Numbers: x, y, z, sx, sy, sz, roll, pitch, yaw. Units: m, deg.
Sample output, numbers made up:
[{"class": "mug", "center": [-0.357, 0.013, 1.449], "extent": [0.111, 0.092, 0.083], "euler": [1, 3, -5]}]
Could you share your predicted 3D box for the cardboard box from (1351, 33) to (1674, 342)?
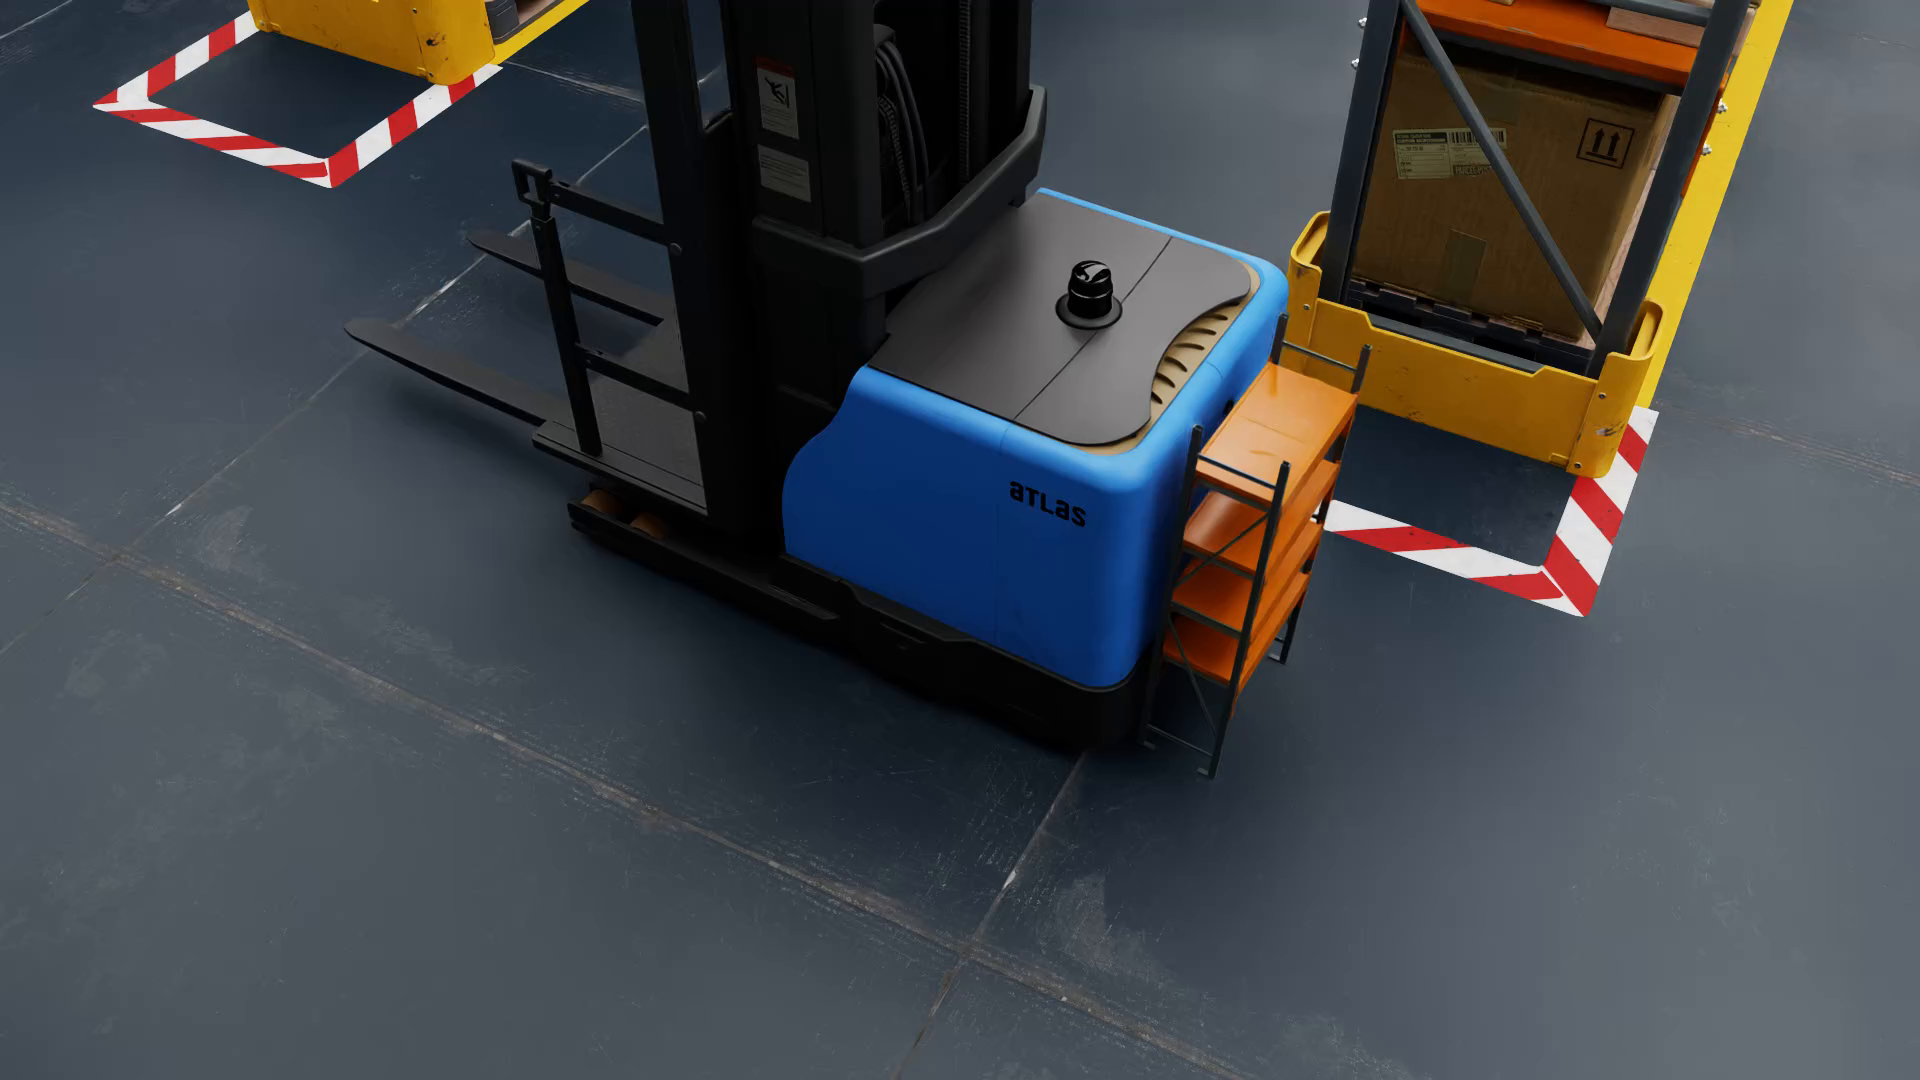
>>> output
[{"class": "cardboard box", "center": [1.903, -1.385, 5.708], "extent": [0.875, 0.875, 0.875], "euler": [20, 49, 19]}]

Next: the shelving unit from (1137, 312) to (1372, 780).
[{"class": "shelving unit", "center": [0.748, 0.050, 4.350], "extent": [0.258, 1.200, 0.503], "euler": [25, 50, 20]}]

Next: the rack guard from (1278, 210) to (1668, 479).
[{"class": "rack guard", "center": [1.666, -0.661, 5.552], "extent": [1.175, 0.500, 0.348], "euler": [20, 49, 19]}]

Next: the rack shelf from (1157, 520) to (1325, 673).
[{"class": "rack shelf", "center": [0.746, 0.097, 4.399], "extent": [0.258, 0.148, 0.480], "euler": [25, 50, 20]}]

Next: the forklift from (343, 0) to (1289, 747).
[{"class": "forklift", "center": [-0.628, -1.251, 4.426], "extent": [3.031, 2.935, 1.130], "euler": [23, 50, 21]}]

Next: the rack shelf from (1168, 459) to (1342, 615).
[{"class": "rack shelf", "center": [0.752, -0.057, 4.237], "extent": [0.258, 0.148, 0.480], "euler": [25, 50, 20]}]

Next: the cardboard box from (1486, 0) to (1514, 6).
[{"class": "cardboard box", "center": [1.551, -1.799, 5.096], "extent": [0.380, 0.149, 0.250], "euler": [21, 49, 20]}]

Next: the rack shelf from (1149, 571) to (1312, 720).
[{"class": "rack shelf", "center": [0.740, 0.234, 4.542], "extent": [0.258, 0.148, 0.480], "euler": [25, 50, 20]}]

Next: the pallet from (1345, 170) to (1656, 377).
[{"class": "pallet", "center": [1.979, -1.104, 6.193], "extent": [1.003, 0.211, 1.213], "euler": [20, 49, 19]}]

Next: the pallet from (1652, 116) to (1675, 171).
[{"class": "pallet", "center": [2.546, -1.870, 6.949], "extent": [1.003, 0.211, 1.213], "euler": [20, 49, 19]}]

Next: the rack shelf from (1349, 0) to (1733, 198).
[{"class": "rack shelf", "center": [2.605, -2.562, 6.179], "extent": [1.077, 0.370, 4.000], "euler": [20, 49, 19]}]

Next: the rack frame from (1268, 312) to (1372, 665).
[{"class": "rack frame", "center": [0.874, -0.098, 4.497], "extent": [0.240, 1.200, 0.015], "euler": [25, 50, 20]}]

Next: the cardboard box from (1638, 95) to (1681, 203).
[{"class": "cardboard box", "center": [2.326, -1.958, 6.275], "extent": [0.875, 0.875, 0.875], "euler": [20, 49, 19]}]

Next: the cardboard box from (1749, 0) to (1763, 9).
[{"class": "cardboard box", "center": [2.139, -1.820, 4.836], "extent": [0.500, 0.250, 0.500], "euler": [19, 48, 18]}]

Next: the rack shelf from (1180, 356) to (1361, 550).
[{"class": "rack shelf", "center": [0.759, -0.221, 4.066], "extent": [0.258, 0.148, 0.480], "euler": [25, 50, 20]}]

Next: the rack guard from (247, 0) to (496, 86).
[{"class": "rack guard", "center": [-2.634, -2.425, 7.295], "extent": [1.175, 0.500, 0.348], "euler": [20, 49, 19]}]

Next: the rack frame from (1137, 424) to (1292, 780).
[{"class": "rack frame", "center": [0.621, 0.199, 4.204], "extent": [0.240, 1.200, 0.015], "euler": [25, 50, 20]}]

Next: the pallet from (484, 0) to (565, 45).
[{"class": "pallet", "center": [-2.226, -2.824, 7.892], "extent": [1.003, 0.211, 1.213], "euler": [20, 49, 19]}]

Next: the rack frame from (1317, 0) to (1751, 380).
[{"class": "rack frame", "center": [1.677, -1.555, 4.677], "extent": [1.000, 3.000, 0.127], "euler": [20, 49, 19]}]

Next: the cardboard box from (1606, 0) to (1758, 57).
[{"class": "cardboard box", "center": [2.134, -1.581, 4.880], "extent": [0.380, 0.149, 0.250], "euler": [21, 49, 19]}]
